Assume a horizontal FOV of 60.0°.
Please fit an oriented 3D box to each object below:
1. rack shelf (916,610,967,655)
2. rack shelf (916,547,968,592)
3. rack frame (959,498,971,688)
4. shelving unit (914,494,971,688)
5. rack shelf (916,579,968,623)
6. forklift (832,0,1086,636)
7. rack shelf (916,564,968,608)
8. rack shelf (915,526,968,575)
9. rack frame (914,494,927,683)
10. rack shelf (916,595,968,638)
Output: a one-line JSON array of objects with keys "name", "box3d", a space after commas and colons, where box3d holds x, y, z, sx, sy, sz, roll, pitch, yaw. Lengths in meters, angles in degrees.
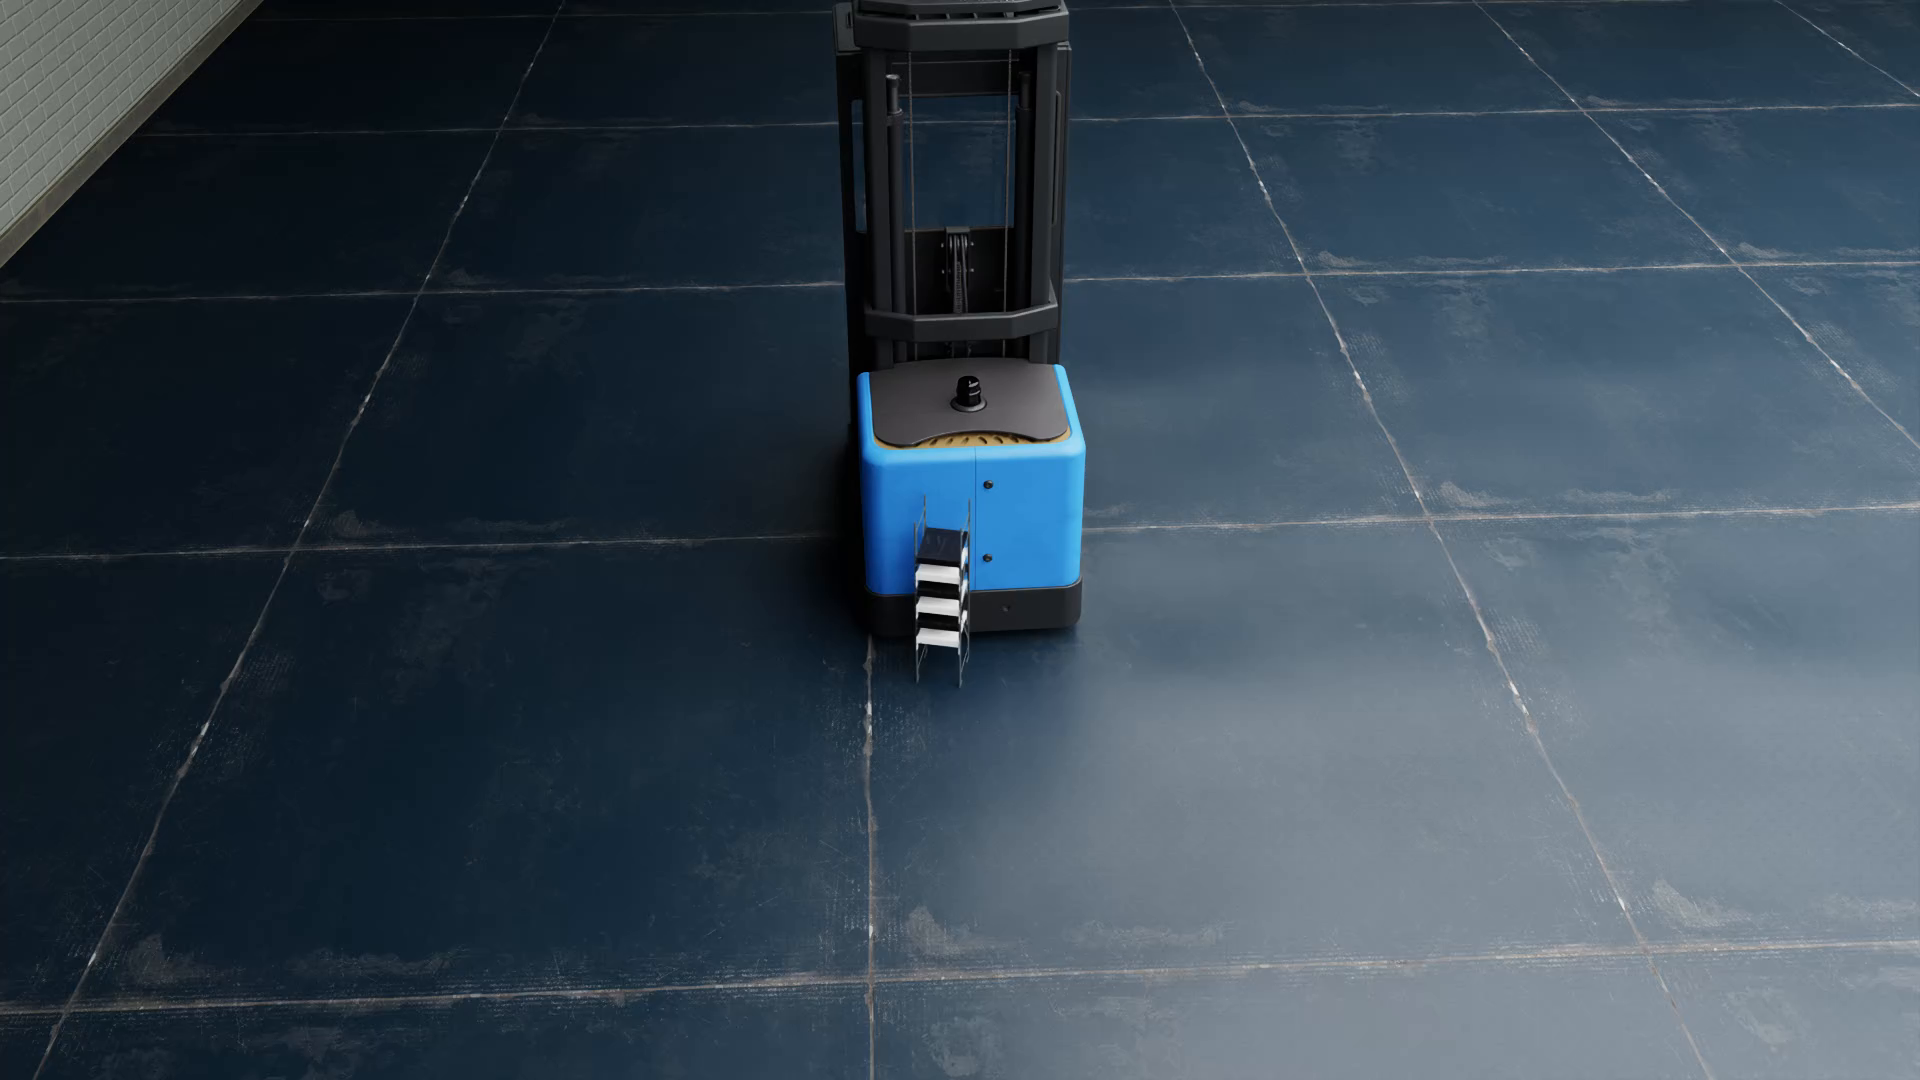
[{"name": "rack shelf", "box3d": [-0.080, 0.416, 7.732, 0.200, 0.077, 0.258, 6, 35, 8]}, {"name": "rack shelf", "box3d": [-0.078, 0.120, 7.527, 0.200, 0.077, 0.258, 6, 35, 8]}, {"name": "rack frame", "box3d": [0.021, 0.252, 7.596, 0.006, 0.900, 0.240, 6, 35, 8]}, {"name": "shelving unit", "box3d": [-0.079, 0.241, 7.610, 0.210, 0.900, 0.258, 6, 35, 8]}, {"name": "rack shelf", "box3d": [-0.079, 0.268, 7.629, 0.200, 0.077, 0.258, 6, 35, 8]}, {"name": "forklift", "box3d": [-0.051, -1.563, 8.432, 1.130, 2.935, 3.031, -3, 35, -4]}, {"name": "rack shelf", "box3d": [-0.078, 0.194, 7.578, 0.200, 0.077, 0.258, 6, 35, 8]}, {"name": "rack shelf", "box3d": [-0.078, 0.046, 7.475, 0.200, 0.077, 0.258, 6, 35, 8]}, {"name": "rack frame", "box3d": [-0.179, 0.230, 7.625, 0.006, 0.900, 0.240, 6, 35, 8]}, {"name": "rack shelf", "box3d": [-0.079, 0.342, 7.680, 0.200, 0.077, 0.258, 6, 35, 8]}]
